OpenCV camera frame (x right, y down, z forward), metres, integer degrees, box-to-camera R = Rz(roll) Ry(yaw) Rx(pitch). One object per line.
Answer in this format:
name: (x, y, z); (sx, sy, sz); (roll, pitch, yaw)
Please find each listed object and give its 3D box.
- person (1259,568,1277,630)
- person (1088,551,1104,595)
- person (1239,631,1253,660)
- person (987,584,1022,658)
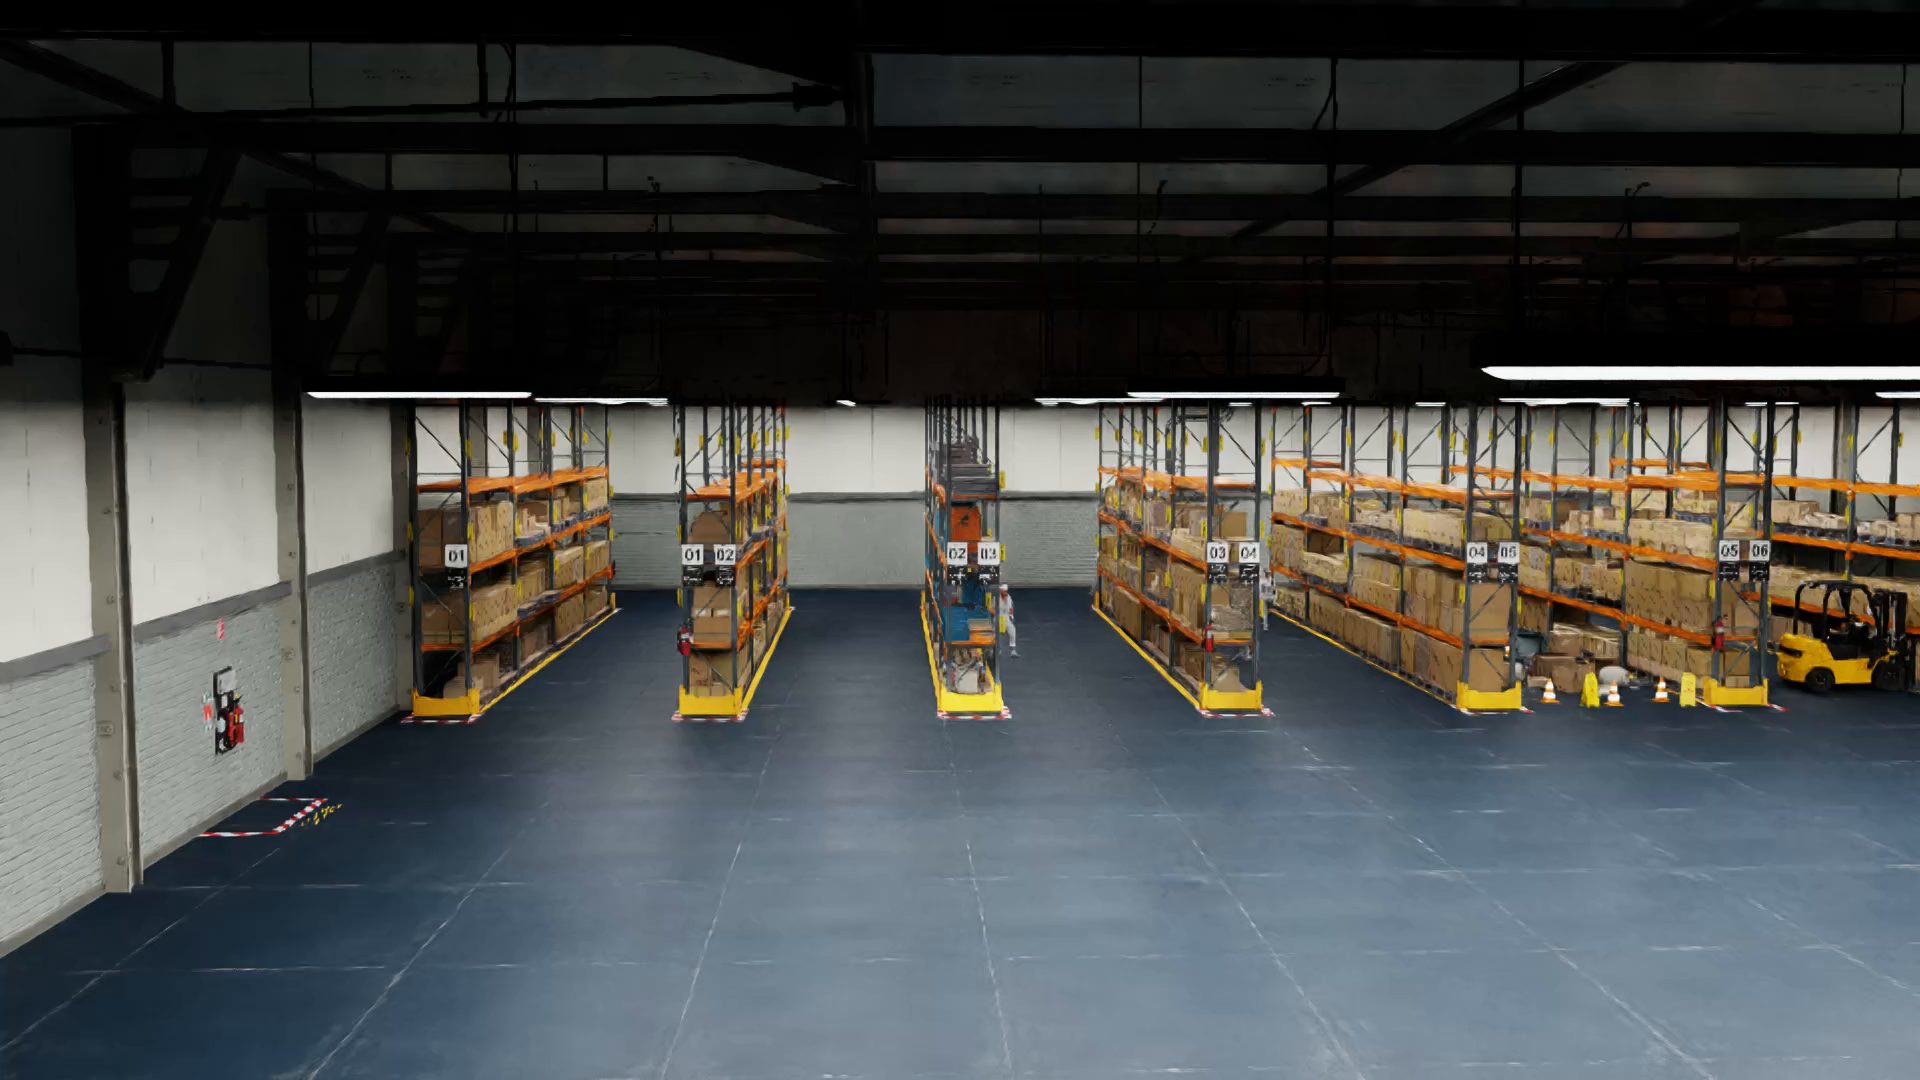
person: (7.989, 1.503, 43.145); (0.486, 1.587, 1.089); (0, 5, -5)
person: (4.238, 0.877, 50.916); (0.489, 1.668, 0.675); (4, 6, 44)
person: (6.571, 1.825, 37.964); (0.449, 1.771, 0.628); (-3, 5, -33)
person: (0.972, 1.838, 38.177); (0.684, 1.715, 0.845); (-2, 5, -19)
